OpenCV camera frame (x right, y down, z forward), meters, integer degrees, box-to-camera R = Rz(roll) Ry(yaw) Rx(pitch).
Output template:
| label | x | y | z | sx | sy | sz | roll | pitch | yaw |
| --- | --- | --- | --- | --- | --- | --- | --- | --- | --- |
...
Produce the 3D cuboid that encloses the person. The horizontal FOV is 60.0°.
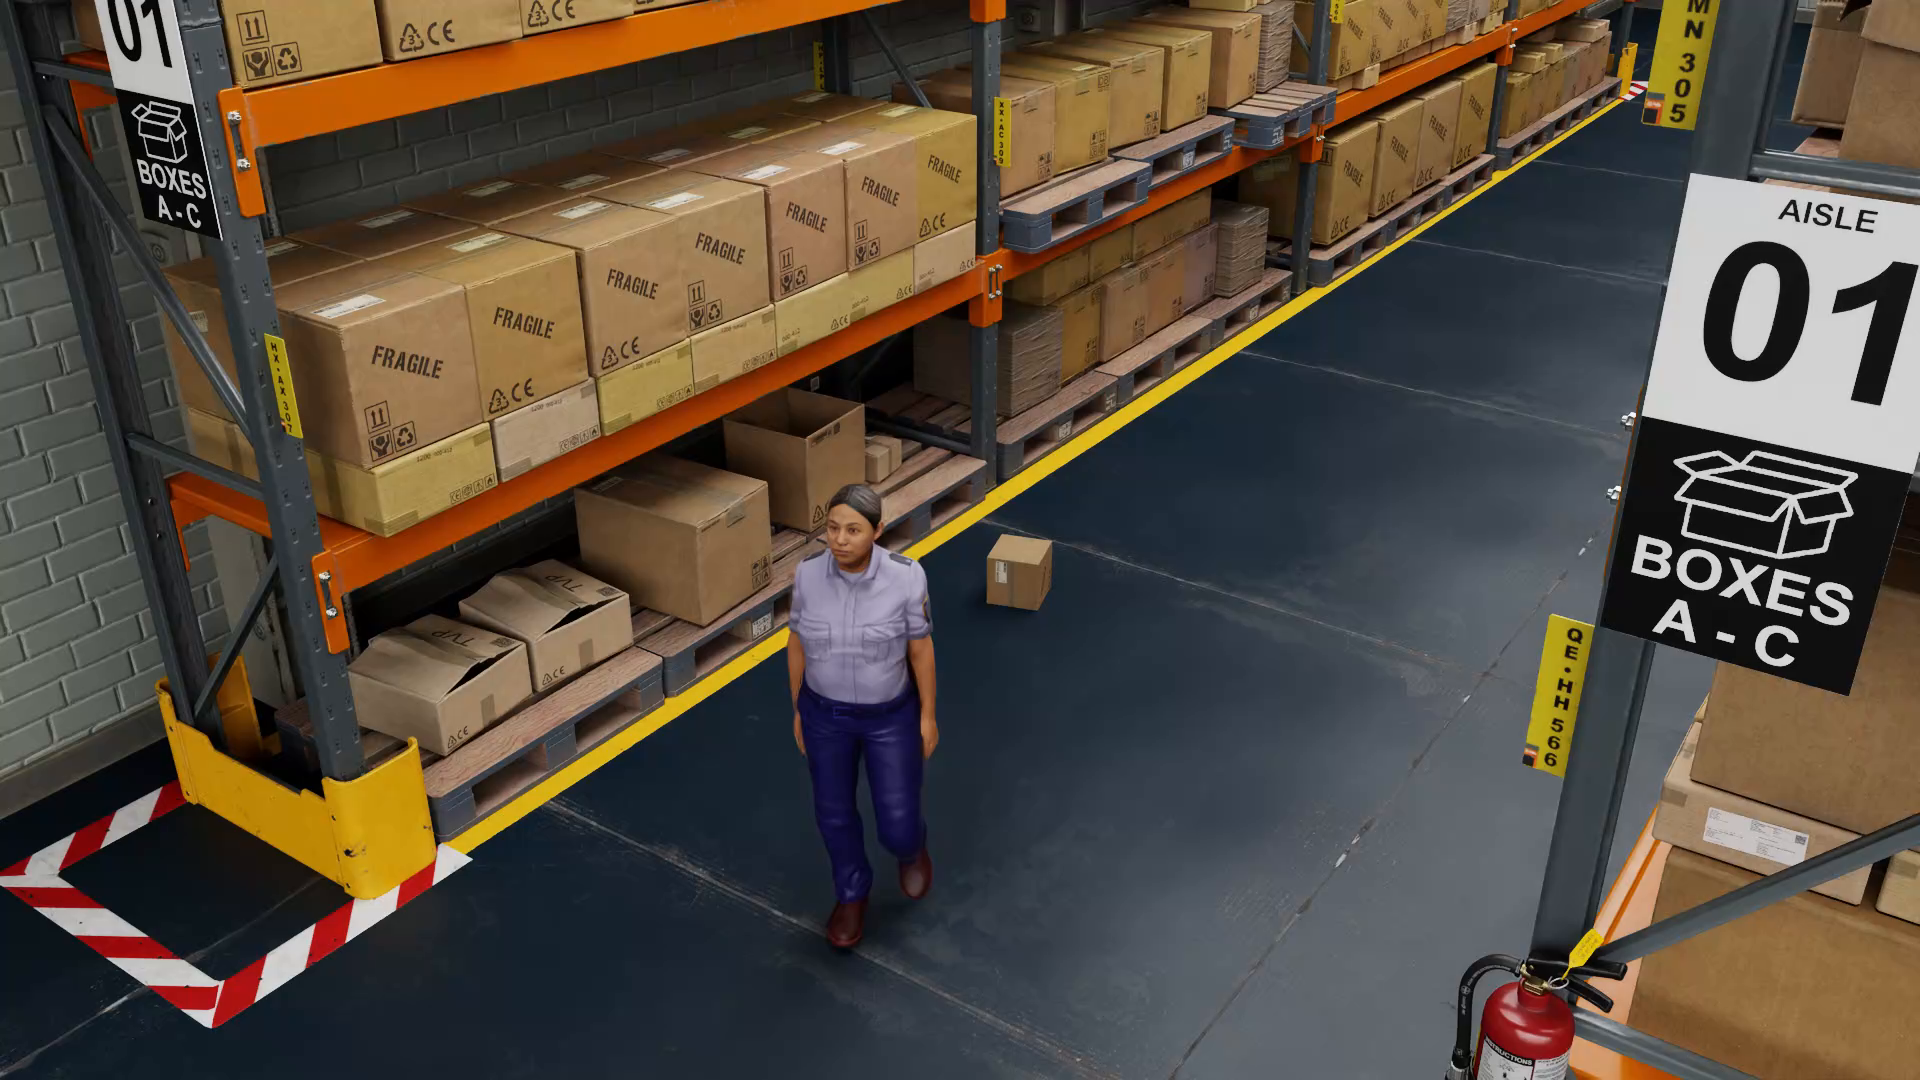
| label | x | y | z | sx | sy | sz | roll | pitch | yaw |
| --- | --- | --- | --- | --- | --- | --- | --- | --- | --- |
| person | -0.325 | 0.563 | 5.417 | 0.499 | 1.562 | 0.435 | 5 | 28 | 10 |
